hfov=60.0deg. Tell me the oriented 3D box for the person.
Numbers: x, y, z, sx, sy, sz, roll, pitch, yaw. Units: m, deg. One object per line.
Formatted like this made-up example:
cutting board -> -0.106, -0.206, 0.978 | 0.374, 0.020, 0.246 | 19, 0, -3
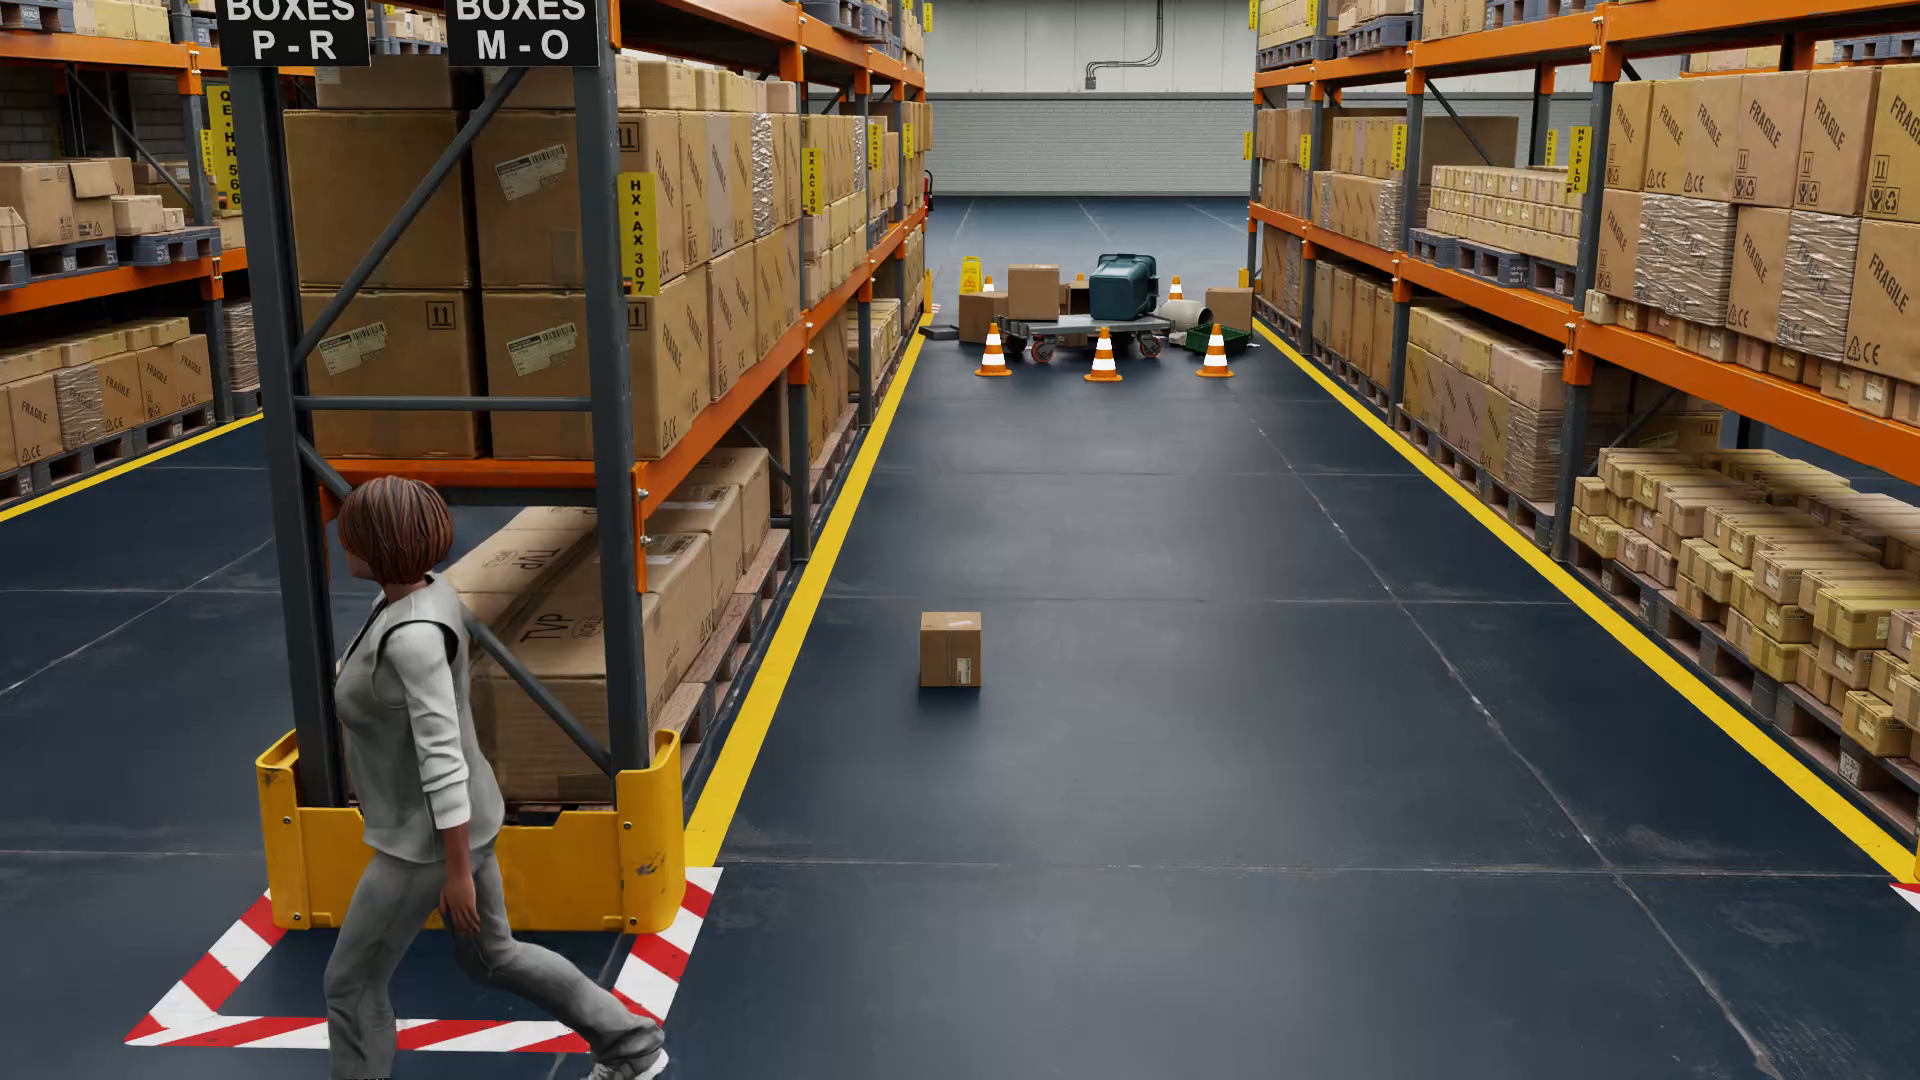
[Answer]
person -> -1.116, 0.615, 3.562 | 0.920, 1.551, 0.450 | -3, 14, -11
